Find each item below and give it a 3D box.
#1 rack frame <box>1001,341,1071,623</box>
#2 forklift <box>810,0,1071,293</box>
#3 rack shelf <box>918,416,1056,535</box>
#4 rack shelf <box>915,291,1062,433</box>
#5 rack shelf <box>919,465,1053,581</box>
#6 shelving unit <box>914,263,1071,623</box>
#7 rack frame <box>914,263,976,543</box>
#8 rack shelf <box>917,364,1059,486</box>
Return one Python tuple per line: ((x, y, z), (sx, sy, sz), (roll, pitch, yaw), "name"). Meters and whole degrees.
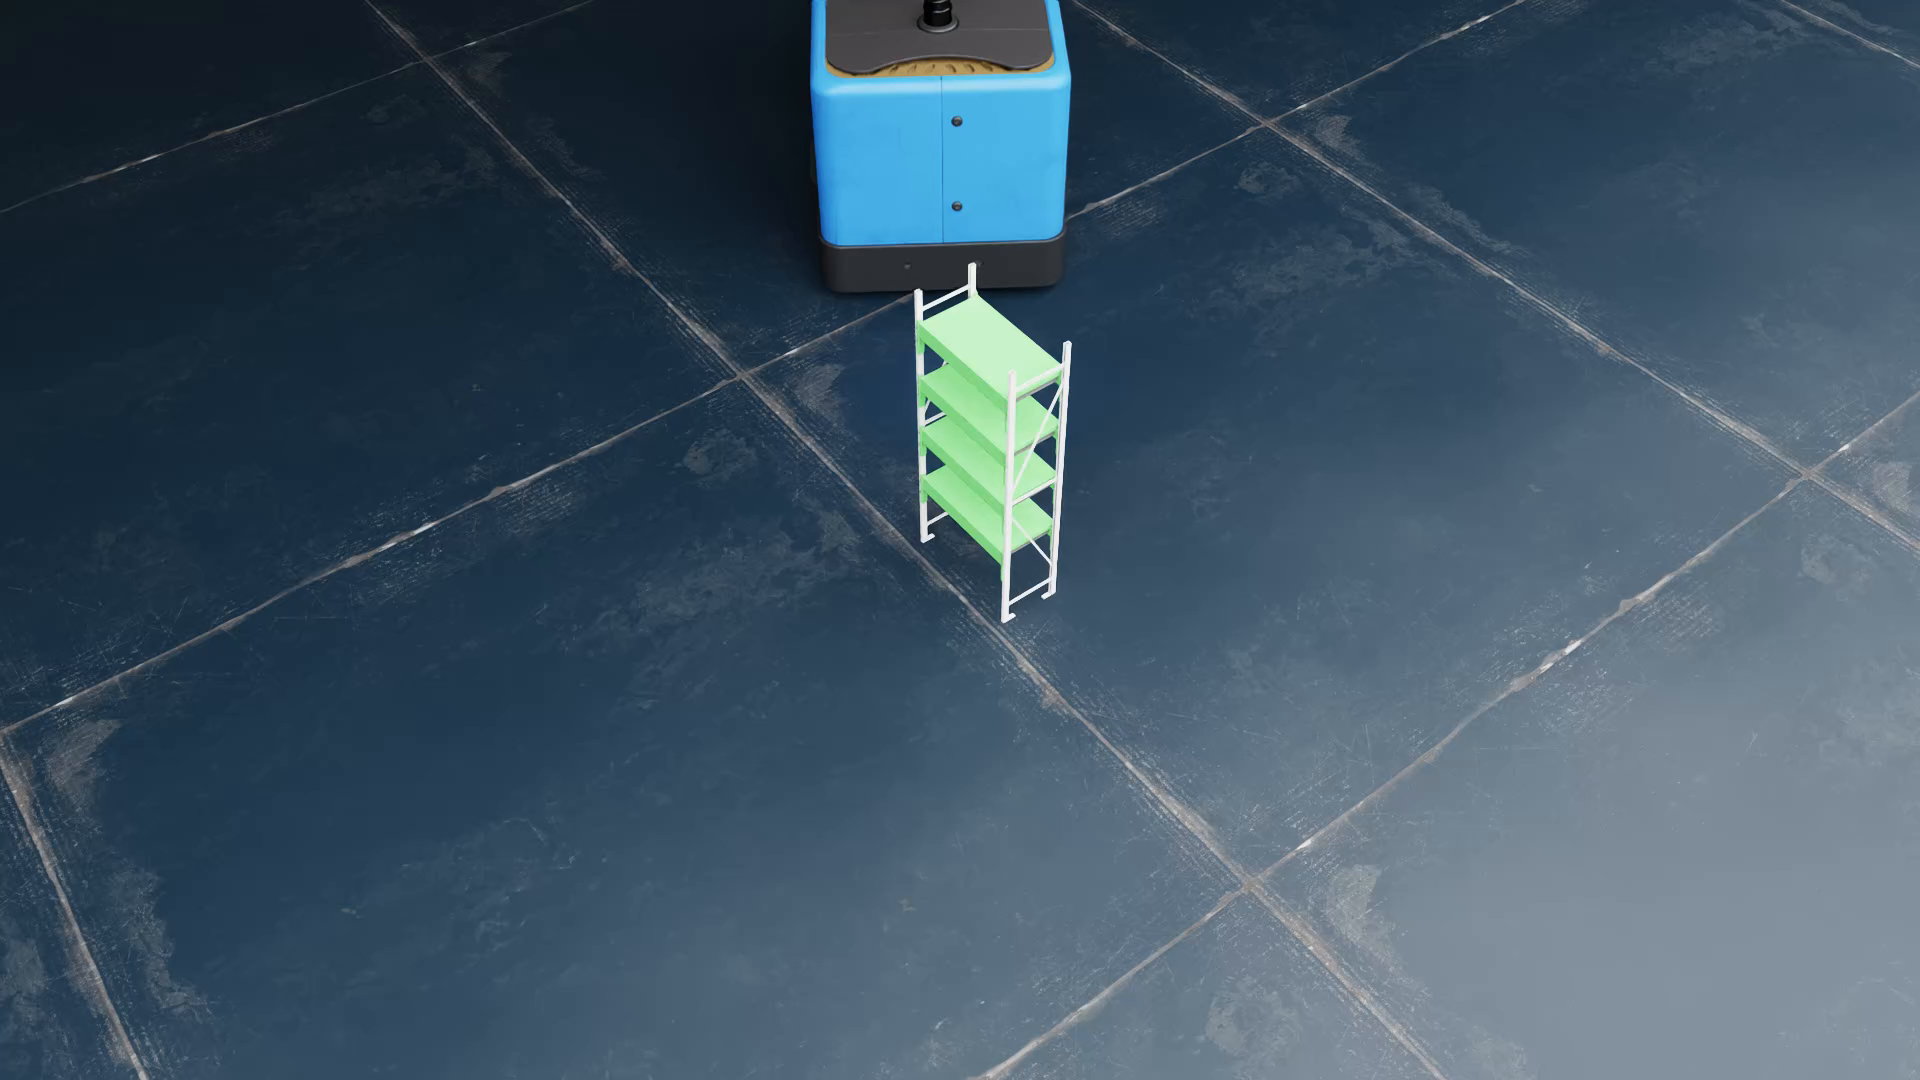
((0.248, -0.162, 5.587), (0.240, 1.200, 0.015), (-29, 54, -24), "rack frame")
((-0.143, -3.128, 7.108), (1.130, 2.935, 3.031), (-2, 48, -2), "forklift")
((0.100, -0.262, 5.764), (0.258, 0.148, 0.480), (-29, 54, -24), "rack shelf")
((0.100, -0.585, 5.409), (0.258, 0.148, 0.480), (-29, 54, -24), "rack shelf")
((0.100, -0.101, 5.942), (0.258, 0.148, 0.480), (-29, 54, -24), "rack shelf")
((0.100, -0.305, 5.717), (0.258, 1.200, 0.503), (-29, 54, -24), "shelving unit")
((-0.048, -0.449, 5.847), (0.240, 1.200, 0.015), (-29, 54, -24), "rack frame")
((0.100, -0.424, 5.587), (0.258, 0.148, 0.480), (-29, 54, -24), "rack shelf")
